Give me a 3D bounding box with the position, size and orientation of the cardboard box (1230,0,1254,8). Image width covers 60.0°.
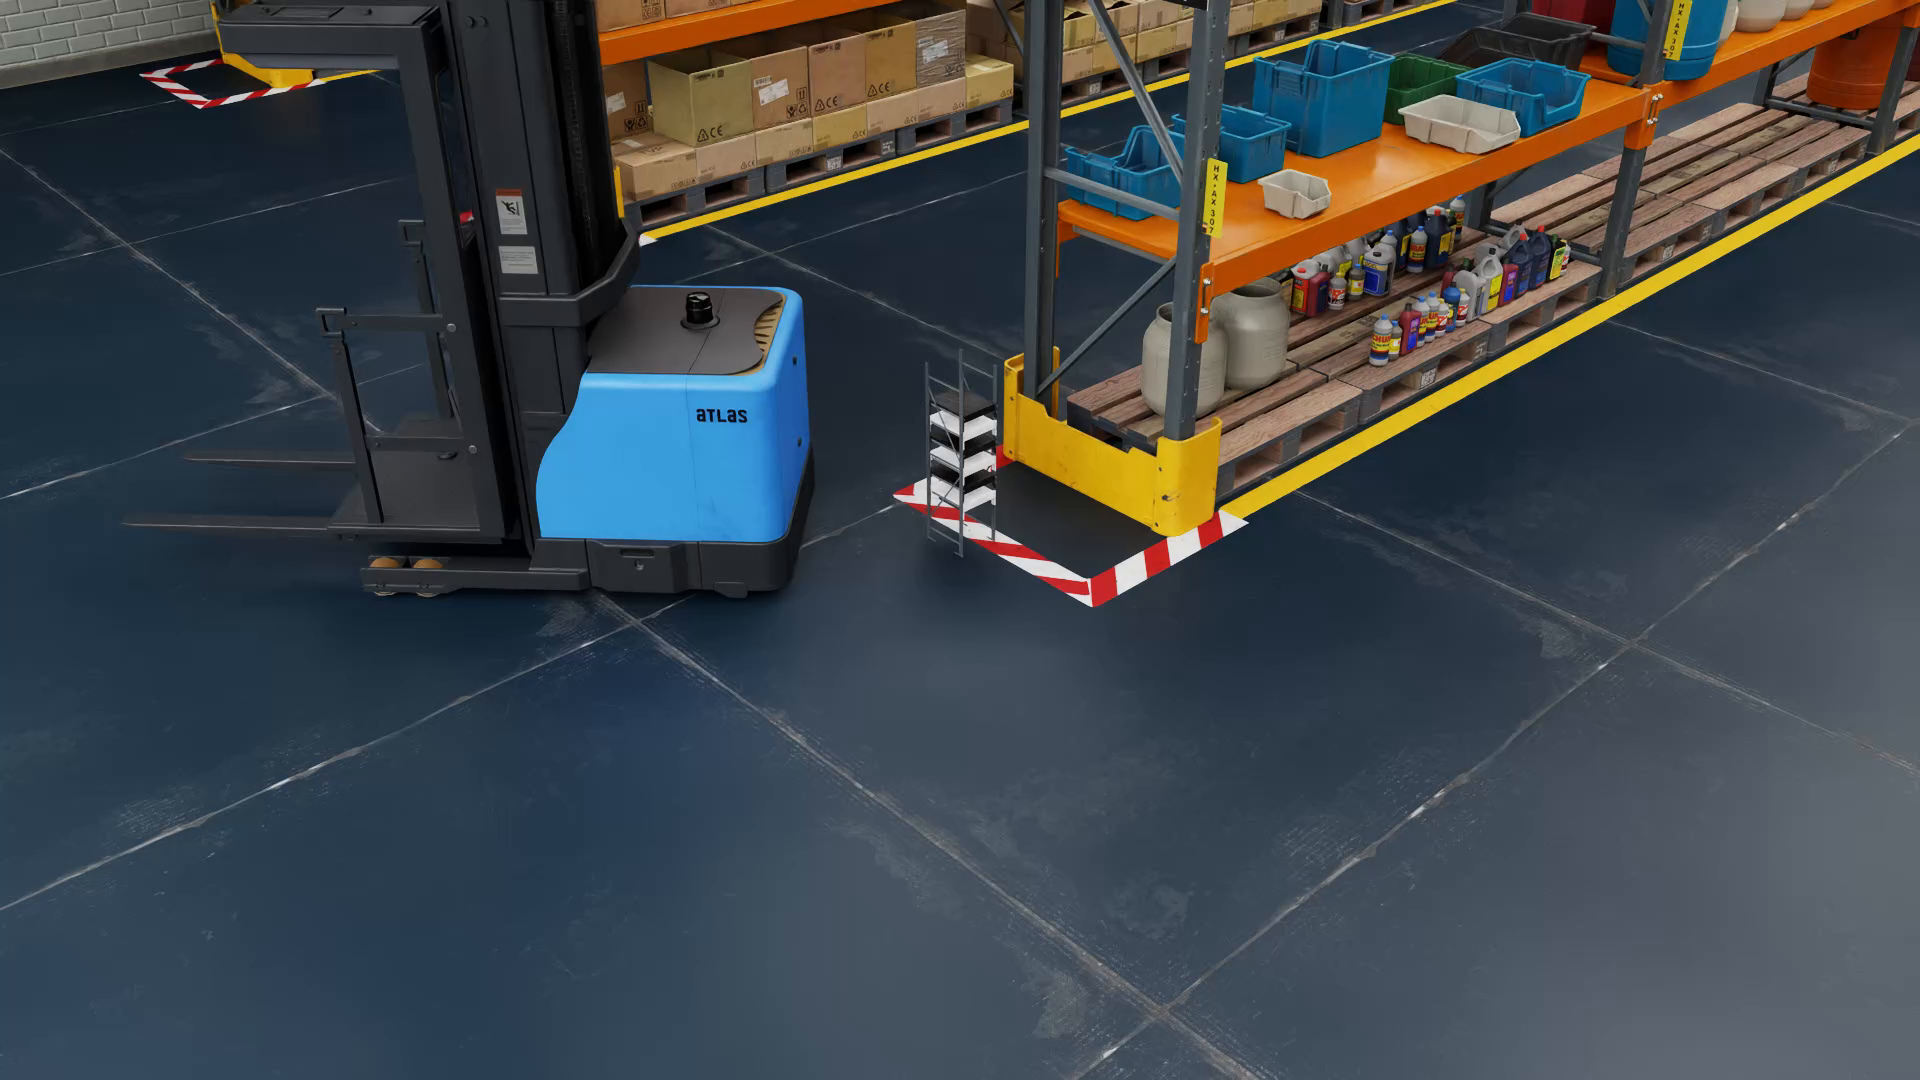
[{"bbox_3d":[2.228,-4.854,14.508,0.500,0.311,0.500,-26,40,-36],"label":"cardboard box"}]

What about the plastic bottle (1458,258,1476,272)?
[{"bbox_3d":[2.883,-1.476,9.470,0.133,0.283,0.061,-26,40,-35],"label":"plastic bottle"}]

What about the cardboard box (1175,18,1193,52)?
[{"bbox_3d":[1.852,-4.434,14.360,0.500,0.250,0.500,-25,39,-35],"label":"cardboard box"}]

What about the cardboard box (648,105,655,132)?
[{"bbox_3d":[-2.122,-2.907,11.862,0.500,0.250,0.500,-26,40,-35],"label":"cardboard box"}]

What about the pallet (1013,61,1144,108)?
[{"bbox_3d":[0.774,-3.921,13.960,1.213,0.211,1.003,-26,40,-35],"label":"pallet"}]

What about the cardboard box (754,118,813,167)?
[{"bbox_3d":[-1.397,-2.883,11.822,0.500,0.250,0.500,-26,40,-35],"label":"cardboard box"}]

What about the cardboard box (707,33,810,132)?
[{"bbox_3d":[-1.405,-3.207,11.634,0.500,0.500,0.500,-26,40,-35],"label":"cardboard box"}]

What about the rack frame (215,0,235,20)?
[{"bbox_3d":[-6.044,-5.309,13.557,0.127,3.000,1.000,-26,40,-35],"label":"rack frame"}]

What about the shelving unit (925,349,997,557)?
[{"bbox_3d":[0.006,-0.387,7.520,0.210,0.900,0.258,-26,40,-35],"label":"shelving unit"}]

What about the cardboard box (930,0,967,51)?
[{"bbox_3d":[-0.293,-4.116,13.120,0.500,0.500,0.500,-26,40,-35],"label":"cardboard box"}]

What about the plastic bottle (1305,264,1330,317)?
[{"bbox_3d":[2.017,-1.406,9.356,0.133,0.283,0.061,-26,40,-35],"label":"plastic bottle"}]

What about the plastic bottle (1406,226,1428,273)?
[{"bbox_3d":[2.727,-1.737,9.908,0.097,0.271,0.097,0,31,0],"label":"plastic bottle"}]

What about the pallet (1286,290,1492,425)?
[{"bbox_3d":[2.210,-1.091,9.332,1.213,0.211,1.003,-26,40,-35],"label":"pallet"}]

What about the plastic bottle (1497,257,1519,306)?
[{"bbox_3d":[3.117,-1.487,9.488,0.133,0.283,0.061,-23,38,-32],"label":"plastic bottle"}]

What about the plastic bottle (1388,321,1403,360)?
[{"bbox_3d":[2.310,-1.074,8.891,0.097,0.201,0.097,0,31,0],"label":"plastic bottle"}]

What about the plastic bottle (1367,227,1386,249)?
[{"bbox_3d":[2.464,-1.730,9.886,0.133,0.283,0.061,-24,39,-33],"label":"plastic bottle"}]

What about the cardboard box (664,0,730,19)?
[{"bbox_3d":[-1.940,-3.807,11.005,0.500,0.500,0.700,-25,39,-34],"label":"cardboard box"}]

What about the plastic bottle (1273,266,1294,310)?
[{"bbox_3d":[1.814,-1.416,9.372,0.133,0.283,0.061,-25,39,-34],"label":"plastic bottle"}]

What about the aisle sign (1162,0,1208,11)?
[{"bbox_3d":[0.839,-2.491,6.456,0.004,0.787,0.394,-26,40,-35],"label":"aisle sign"}]

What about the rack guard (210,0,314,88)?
[{"bbox_3d":[-5.988,-4.270,14.253,0.348,0.500,1.175,-26,40,-35],"label":"rack guard"}]

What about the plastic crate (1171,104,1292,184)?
[{"bbox_3d":[1.336,-1.976,8.249,0.408,0.251,0.499,-26,40,-35],"label":"plastic crate"}]

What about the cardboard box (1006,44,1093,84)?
[{"bbox_3d":[0.724,-3.889,13.467,0.500,0.250,0.500,-27,40,-37],"label":"cardboard box"}]

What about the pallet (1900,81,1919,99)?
[{"bbox_3d":[8.003,-3.893,13.915,1.213,0.211,1.003,-26,40,-35],"label":"pallet"}]

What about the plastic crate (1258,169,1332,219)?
[{"bbox_3d":[1.567,-1.601,7.746,0.250,0.136,0.298,-26,40,-35],"label":"plastic crate"}]

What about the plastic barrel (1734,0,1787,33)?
[{"bbox_3d":[5.014,-3.512,10.488,0.433,0.535,0.433,0,31,0],"label":"plastic barrel"}]

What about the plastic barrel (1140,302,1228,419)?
[{"bbox_3d":[1.123,-0.900,8.328,0.421,0.512,0.421,0,31,0],"label":"plastic barrel"}]

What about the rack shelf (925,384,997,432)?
[{"bbox_3d":[0.006,-0.589,7.396,0.200,0.077,0.258,-26,40,-35],"label":"rack shelf"}]

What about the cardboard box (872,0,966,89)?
[{"bbox_3d":[-0.306,-3.739,12.504,0.500,0.500,0.500,-26,40,-35],"label":"cardboard box"}]

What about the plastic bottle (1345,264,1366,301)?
[{"bbox_3d":[2.279,-1.490,9.572,0.097,0.201,0.097,0,31,0],"label":"plastic bottle"}]

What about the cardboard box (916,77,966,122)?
[{"bbox_3d":[-0.305,-3.419,12.699,0.500,0.250,0.500,-26,40,-35],"label":"cardboard box"}]

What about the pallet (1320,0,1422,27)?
[{"bbox_3d":[3.767,-5.314,16.238,1.213,0.211,1.003,-26,40,-35],"label":"pallet"}]

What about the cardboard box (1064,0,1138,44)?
[{"bbox_3d":[1.103,-4.307,13.613,0.500,0.311,0.500,-26,40,-36],"label":"cardboard box"}]

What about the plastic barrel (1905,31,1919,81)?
[{"bbox_3d":[7.734,-4.088,13.469,0.708,0.588,0.600,-26,40,-35],"label":"plastic barrel"}]

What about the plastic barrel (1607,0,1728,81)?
[{"bbox_3d":[4.115,-3.173,9.583,0.708,0.901,0.600,-26,40,-35],"label":"plastic barrel"}]

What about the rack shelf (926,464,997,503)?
[{"bbox_3d":[0.006,-0.282,7.584,0.200,0.077,0.258,-26,40,-35],"label":"rack shelf"}]

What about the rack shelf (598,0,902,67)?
[{"bbox_3d":[-1.206,-3.818,11.808,4.000,0.370,1.077,-26,40,-35],"label":"rack shelf"}]

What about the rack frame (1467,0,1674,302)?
[{"bbox_3d":[3.625,-2.938,9.680,0.127,3.000,1.000,-26,40,-35],"label":"rack frame"}]

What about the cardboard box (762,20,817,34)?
[{"bbox_3d":[-1.391,-3.583,12.248,0.500,0.500,0.500,-26,40,-35],"label":"cardboard box"}]

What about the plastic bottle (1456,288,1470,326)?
[{"bbox_3d":[2.782,-1.302,9.265,0.097,0.201,0.097,0,31,0],"label":"plastic bottle"}]

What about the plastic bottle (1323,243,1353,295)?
[{"bbox_3d":[2.165,-1.584,9.583,0.185,0.351,0.144,-24,39,-34],"label":"plastic bottle"}]

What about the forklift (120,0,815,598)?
[{"bbox_3d":[-2.235,-1.273,7.022,3.031,2.935,1.130,1,31,2],"label":"forklift"}]

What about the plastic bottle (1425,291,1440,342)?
[{"bbox_3d":[2.558,-1.224,9.070,0.097,0.271,0.097,0,31,0],"label":"plastic bottle"}]

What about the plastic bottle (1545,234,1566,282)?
[{"bbox_3d":[3.497,-1.670,9.788,0.133,0.283,0.061,-24,39,-33],"label":"plastic bottle"}]

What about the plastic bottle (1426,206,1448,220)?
[{"bbox_3d":[2.875,-1.893,10.160,0.135,0.276,0.152,-24,39,-34],"label":"plastic bottle"}]

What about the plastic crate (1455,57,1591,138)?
[{"bbox_3d":[2.999,-2.378,8.907,0.616,0.251,0.499,-26,40,-35],"label":"plastic crate"}]

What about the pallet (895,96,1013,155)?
[{"bbox_3d":[-0.351,-3.379,13.073,1.213,0.211,1.003,-26,40,-35],"label":"pallet"}]

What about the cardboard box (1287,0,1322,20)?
[{"bbox_3d":[2.973,-4.979,15.251,0.500,0.250,0.500,-25,39,-34],"label":"cardboard box"}]

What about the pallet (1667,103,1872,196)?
[{"bbox_3d":[5.964,-2.907,12.302,1.213,0.211,1.003,-26,40,-35],"label":"pallet"}]
